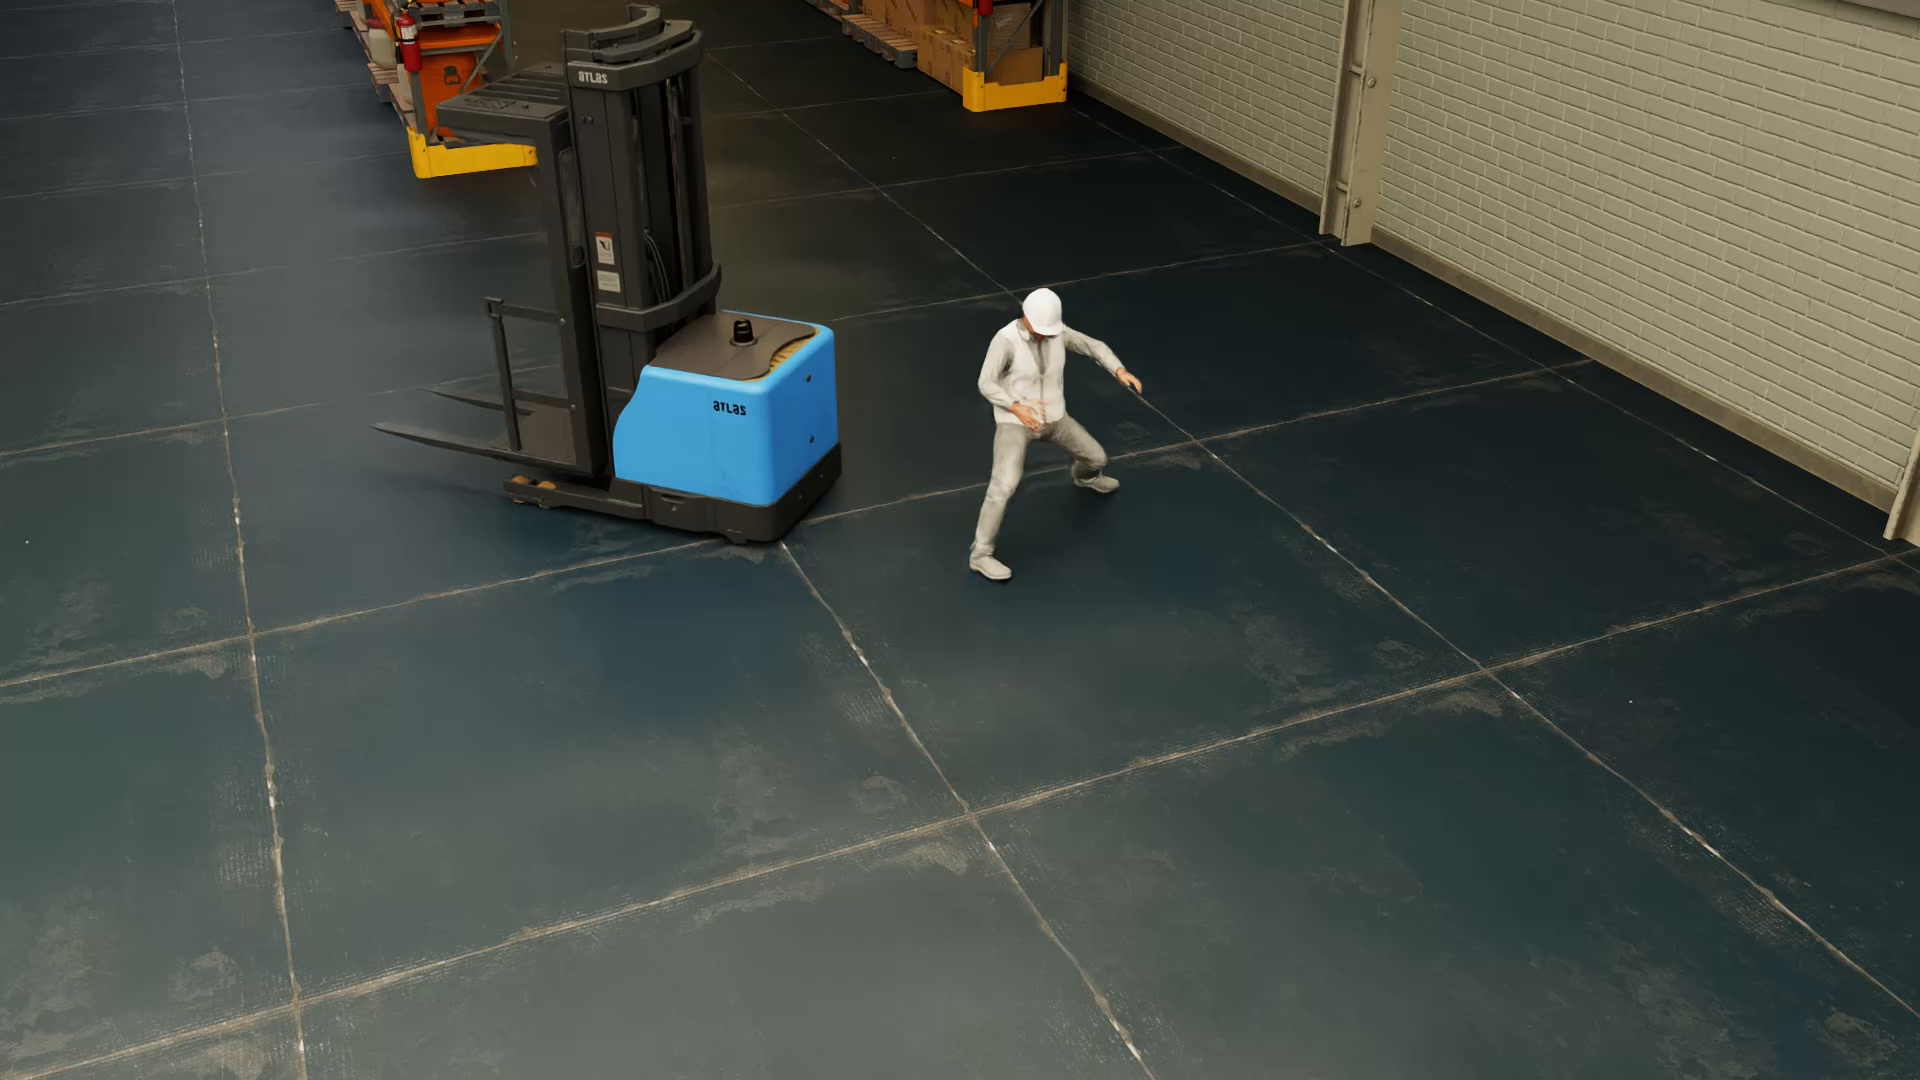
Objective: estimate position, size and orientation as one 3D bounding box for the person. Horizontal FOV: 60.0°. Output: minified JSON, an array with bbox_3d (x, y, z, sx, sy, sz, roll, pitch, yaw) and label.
[{"bbox_3d":[0.557,-0.730,9.771,1.297,1.564,0.815,-14,33,-23],"label":"person"}]

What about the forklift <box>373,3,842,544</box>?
[{"bbox_3d":[-2.328,-1.702,10.096,3.031,2.935,1.130,11,32,19],"label":"forklift"}]
